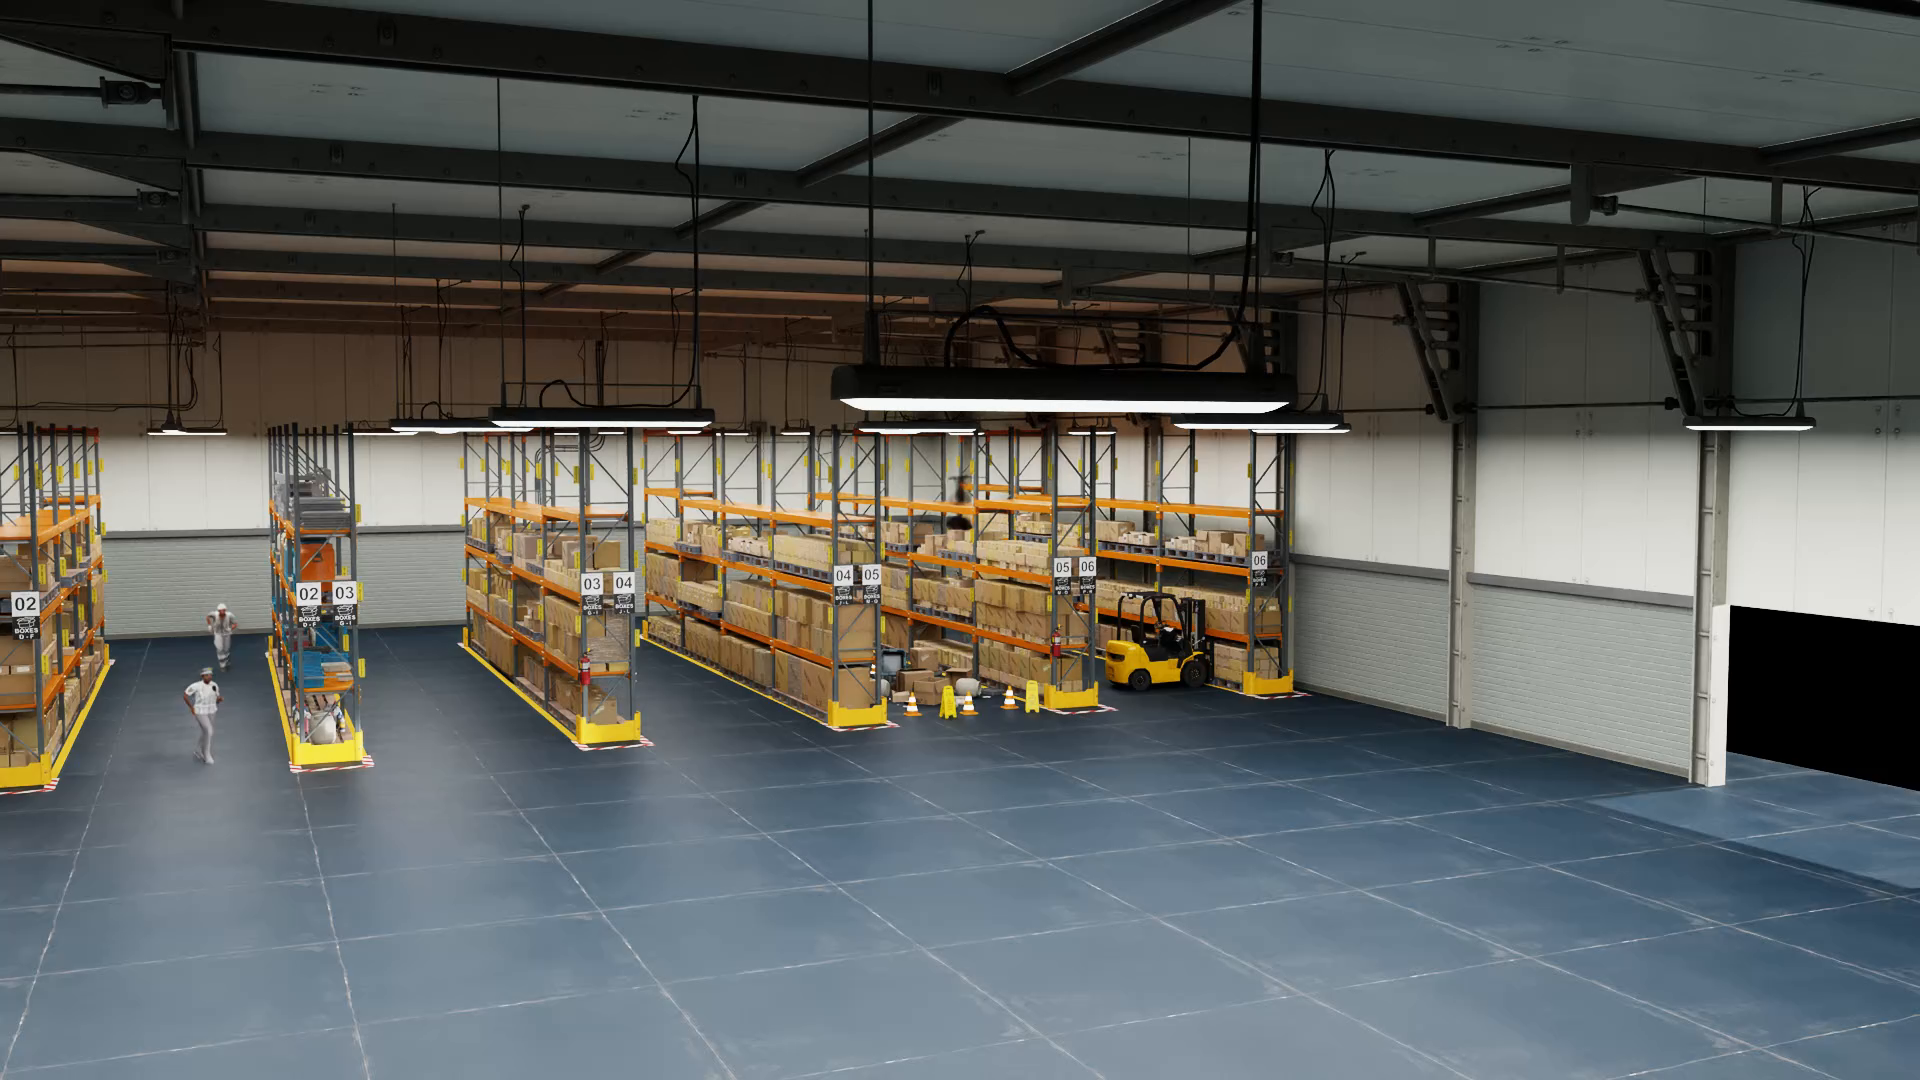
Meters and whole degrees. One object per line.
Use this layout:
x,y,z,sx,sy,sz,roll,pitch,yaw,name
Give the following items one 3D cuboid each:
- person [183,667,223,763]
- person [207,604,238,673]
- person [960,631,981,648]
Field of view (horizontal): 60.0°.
-13.345,3.101,29.404,0.761,1.733,0.575,2,4,33,person
-18.171,2.399,40.994,0.706,1.732,1.055,-1,4,-19,person
0.269,2.146,43.747,0.665,1.832,0.893,-2,4,-29,person
